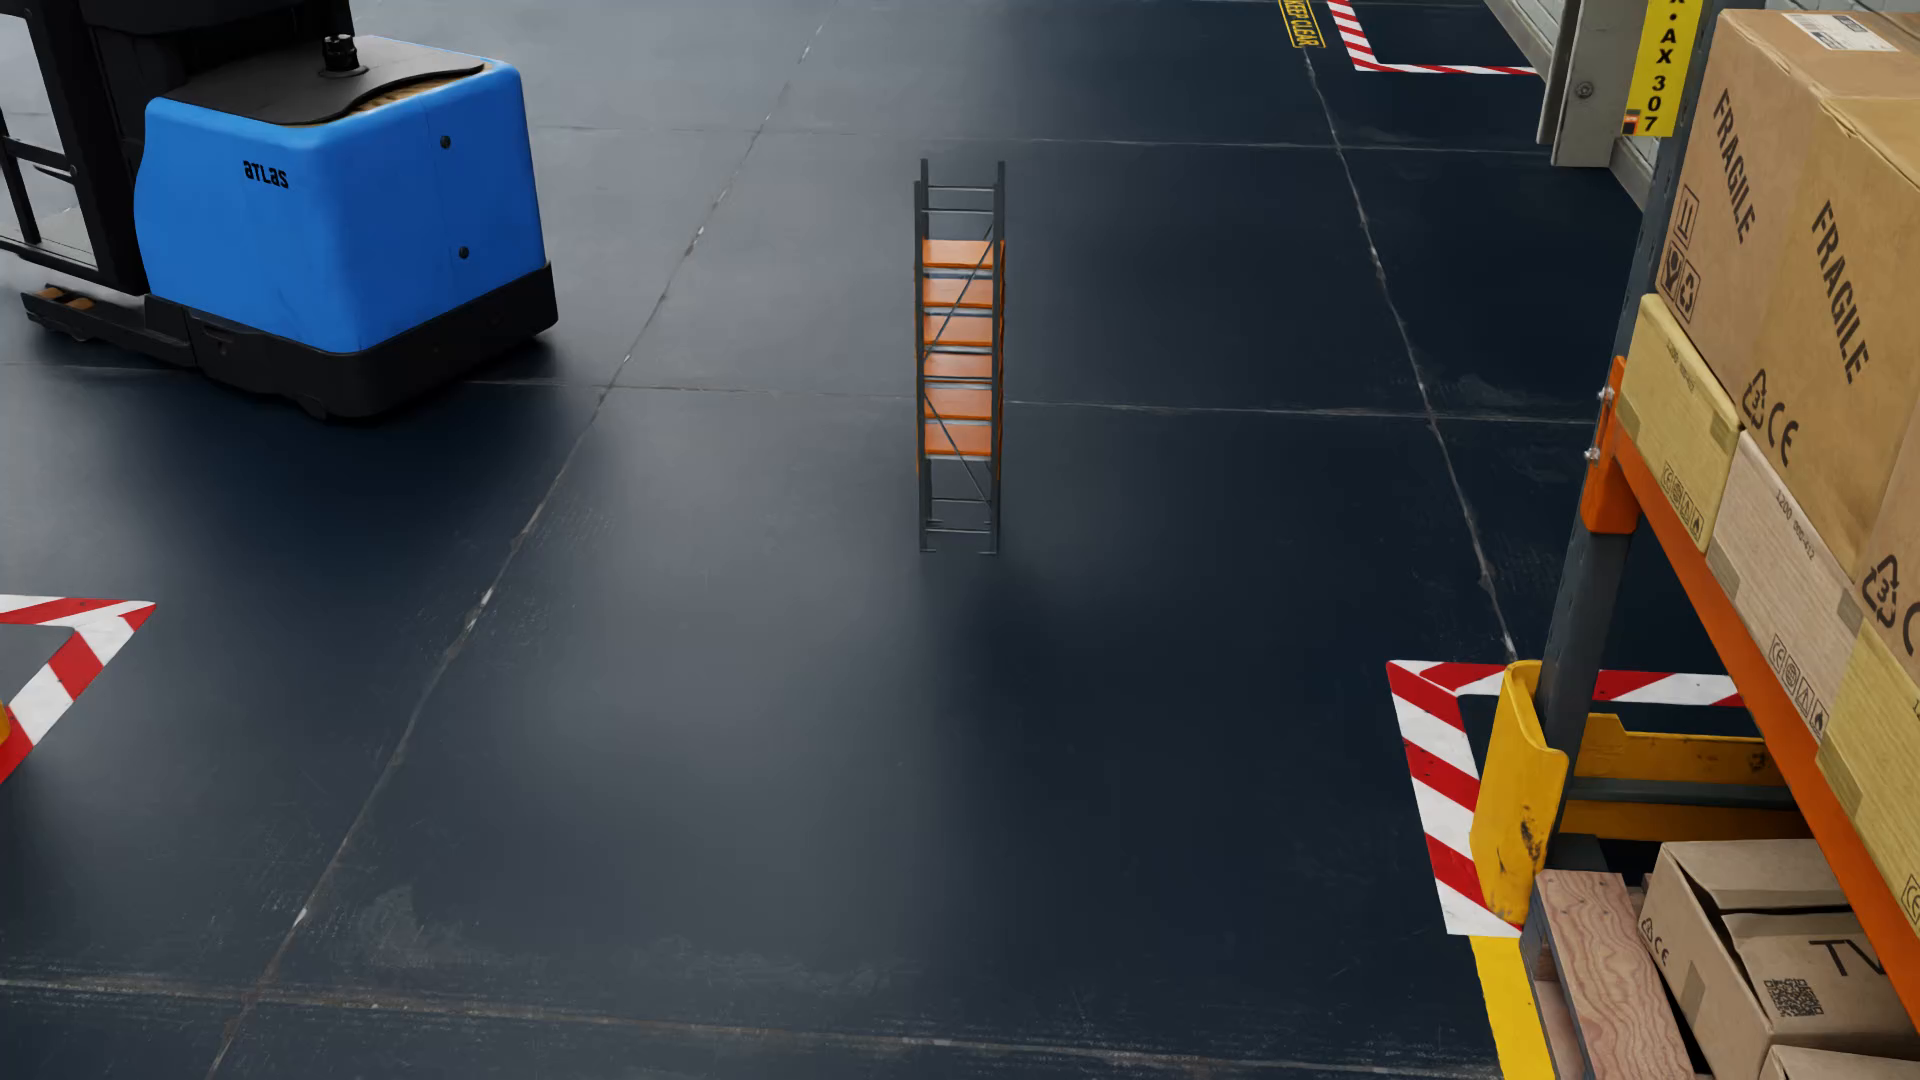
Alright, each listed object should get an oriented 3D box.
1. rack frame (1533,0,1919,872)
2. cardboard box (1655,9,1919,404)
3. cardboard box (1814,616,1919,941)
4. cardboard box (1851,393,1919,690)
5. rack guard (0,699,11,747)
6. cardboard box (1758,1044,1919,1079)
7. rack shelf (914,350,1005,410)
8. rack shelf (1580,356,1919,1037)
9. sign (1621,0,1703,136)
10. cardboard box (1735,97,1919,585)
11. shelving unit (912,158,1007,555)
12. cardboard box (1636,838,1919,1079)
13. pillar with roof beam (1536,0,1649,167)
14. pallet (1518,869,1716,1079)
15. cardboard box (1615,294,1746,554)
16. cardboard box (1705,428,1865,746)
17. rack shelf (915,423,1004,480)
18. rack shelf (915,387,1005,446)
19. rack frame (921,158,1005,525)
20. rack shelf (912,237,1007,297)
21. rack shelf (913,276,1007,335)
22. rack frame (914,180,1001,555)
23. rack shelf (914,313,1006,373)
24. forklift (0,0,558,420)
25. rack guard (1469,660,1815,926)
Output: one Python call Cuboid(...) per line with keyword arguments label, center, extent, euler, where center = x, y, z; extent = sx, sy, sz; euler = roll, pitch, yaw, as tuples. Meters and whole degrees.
Cuboid(label="rack frame", center=(1.824, -0.501, 3.204), extent=(1.000, 3.000, 0.127), euler=(2, 32, 4))
Cuboid(label="cardboard box", center=(1.485, -0.528, 2.657), extent=(0.500, 0.500, 0.500), euler=(2, 32, 4))
Cuboid(label="cardboard box", center=(1.392, 0.334, 1.972), extent=(0.500, 0.250, 0.500), euler=(2, 32, 3))
Cuboid(label="cardboard box", center=(1.387, 0.000, 1.800), extent=(0.500, 0.500, 0.500), euler=(1, 32, 2))
Cuboid(label="rack guard", center=(-3.112, 0.341, 4.220), extent=(1.175, 0.500, 0.348), euler=(2, 32, 4))
Cuboid(label="cardboard box", center=(1.631, 1.113, 2.729), extent=(0.500, 0.311, 0.500), euler=(5, 32, 8))
Cuboid(label="rack shelf", center=(0.001, -0.481, 4.971), extent=(0.258, 0.103, 0.180), euler=(2, 32, 4))
Cuboid(label="rack shelf", center=(1.661, 0.851, 1.695), extent=(1.077, 0.370, 4.000), euler=(2, 32, 4))
Cuboid(label="sign", center=(1.283, -0.892, 3.014), extent=(0.100, 0.325, 0.005), euler=(2, 32, 4))
Cuboid(label="cardboard box", center=(1.435, -0.270, 2.238), extent=(0.500, 0.500, 0.500), euler=(3, 32, 4))
Cuboid(label="shelving unit", center=(0.001, -0.518, 4.947), extent=(0.258, 1.200, 0.189), euler=(2, 32, 4))
Cuboid(label="cardboard box", center=(1.678, 0.814, 3.213), extent=(0.500, 0.311, 0.500), euler=(-1, 32, -2))
Cuboid(label="pillar with roof beam", center=(-1.173, -5.973, 6.365), extent=(9.100, 9.000, 0.400), euler=(2, 32, 4))
Cuboid(label="pallet", center=(1.716, 1.149, 3.184), extent=(1.003, 0.211, 1.213), euler=(2, 32, 4))
Cuboid(label="cardboard box", center=(1.467, -0.204, 2.846), extent=(0.500, 0.250, 0.500), euler=(2, 32, 3))
Cuboid(label="cardboard box", center=(1.439, 0.068, 2.404), extent=(0.500, 0.250, 0.500), euler=(2, 32, 2))
Cuboid(label="rack shelf", center=(0.001, -0.276, 5.097), extent=(0.258, 0.103, 0.180), euler=(2, 32, 4))
Cuboid(label="rack shelf", center=(0.001, -0.378, 5.034), extent=(0.258, 0.103, 0.180), euler=(2, 32, 4))
Cuboid(label="rack frame", center=(0.009, -0.566, 5.025), extent=(0.240, 1.200, 0.006), euler=(2, 32, 4))
Cuboid(label="rack shelf", center=(0.001, -0.787, 4.782), extent=(0.258, 0.103, 0.180), euler=(2, 32, 4))
Cuboid(label="rack shelf", center=(0.001, -0.685, 4.845), extent=(0.258, 0.103, 0.180), euler=(2, 32, 4))
Cuboid(label="rack frame", center=(-0.006, -0.471, 4.870), extent=(0.240, 1.200, 0.006), euler=(2, 32, 4))
Cuboid(label="rack shelf", center=(0.001, -0.583, 4.908), extent=(0.258, 0.103, 0.180), euler=(2, 32, 4))
Cuboid(label="forklift", center=(-3.098, -2.241, 6.092), extent=(3.031, 2.935, 1.130), euler=(18, 36, 26))
Cuboid(label="rack guard", center=(1.817, 0.603, 3.795), extent=(1.175, 0.500, 0.348), euler=(2, 32, 4))
